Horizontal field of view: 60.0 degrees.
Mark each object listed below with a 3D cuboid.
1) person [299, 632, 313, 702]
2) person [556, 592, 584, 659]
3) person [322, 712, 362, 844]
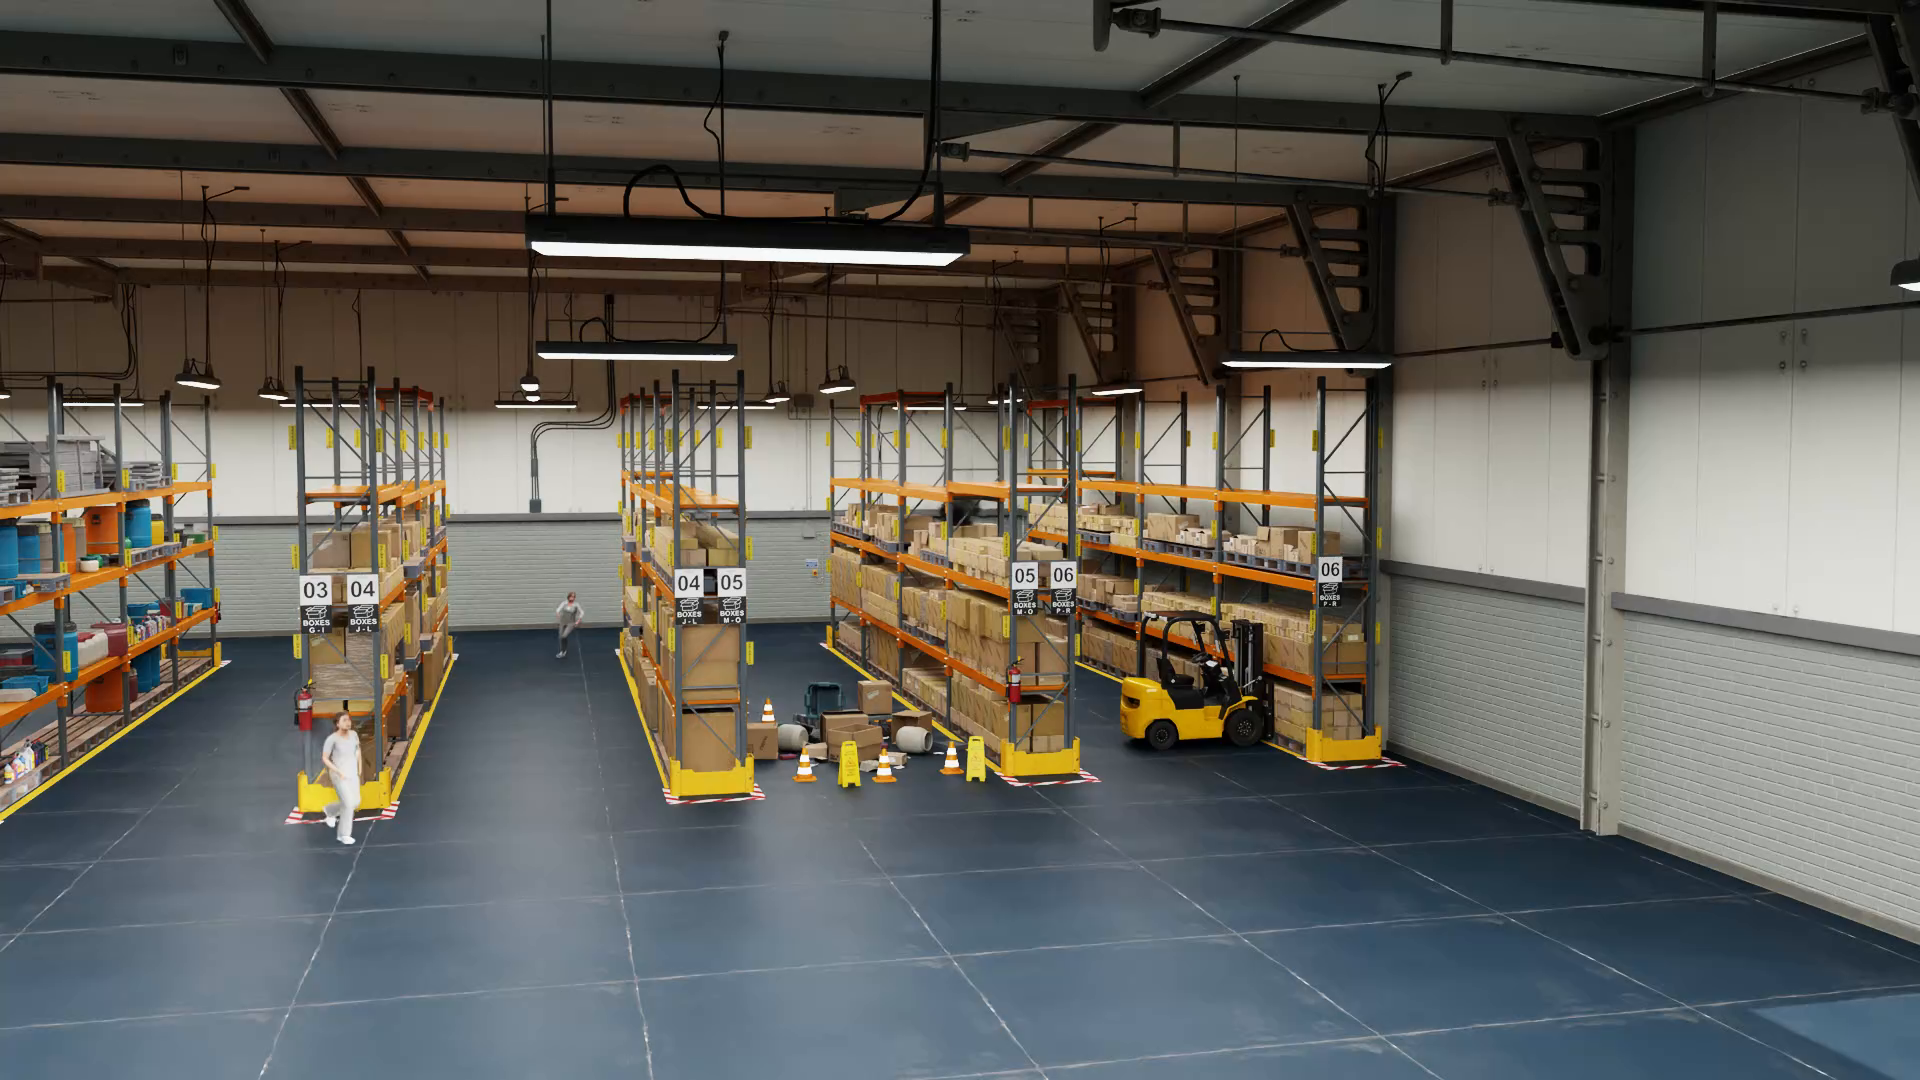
[{"bbox_3d":[-12.219,2.313,31.420,0.627,1.713,0.853,-1,3,-9],"label":"person"},{"bbox_3d":[-9.013,1.967,38.238,0.637,1.501,0.580,0,3,6],"label":"person"},{"bbox_3d":[-7.764,2.951,20.816,0.639,1.649,0.573,2,4,32],"label":"person"}]
